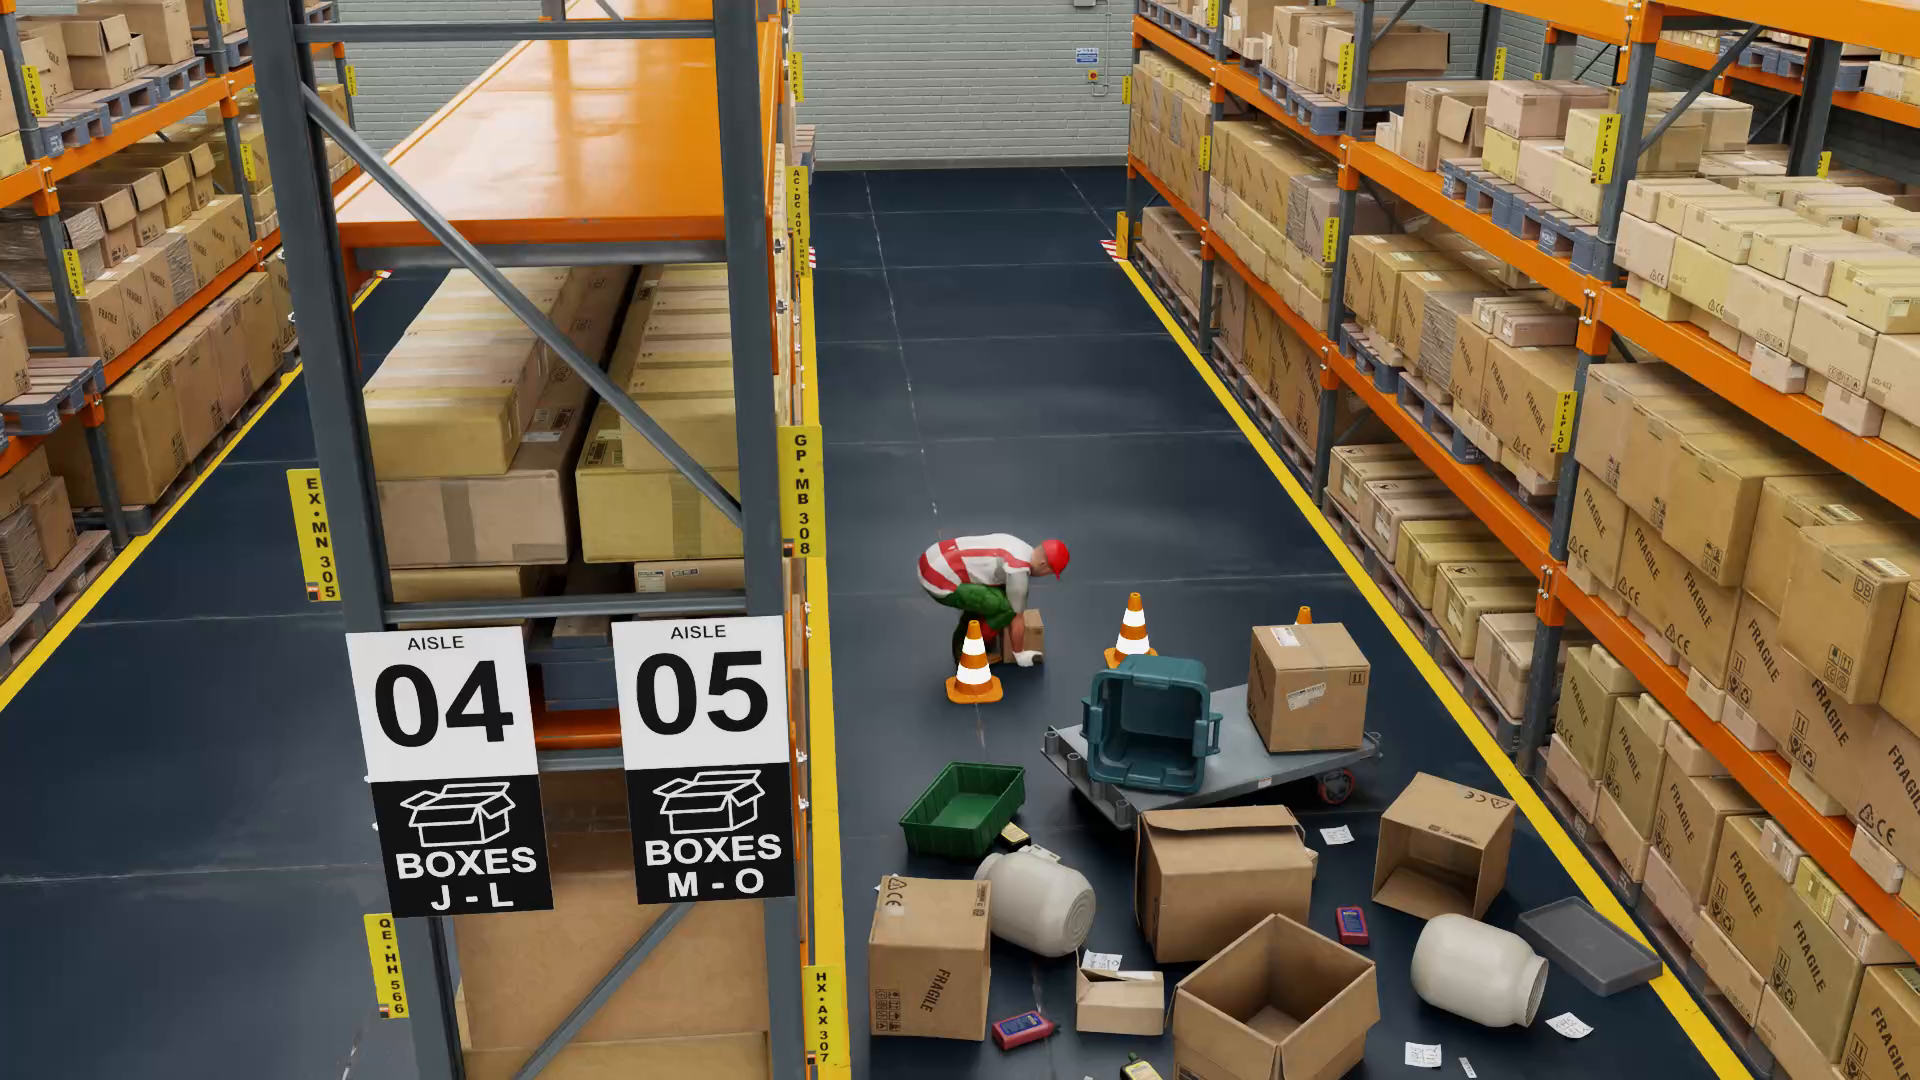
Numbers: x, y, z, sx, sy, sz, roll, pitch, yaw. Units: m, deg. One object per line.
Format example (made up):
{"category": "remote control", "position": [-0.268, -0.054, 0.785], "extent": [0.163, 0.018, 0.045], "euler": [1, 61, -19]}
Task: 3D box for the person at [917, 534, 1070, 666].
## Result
{"category": "person", "position": [0.214, 0.373, 10.486], "extent": [0.962, 0.826, 0.515], "euler": [-3, 24, -7]}
